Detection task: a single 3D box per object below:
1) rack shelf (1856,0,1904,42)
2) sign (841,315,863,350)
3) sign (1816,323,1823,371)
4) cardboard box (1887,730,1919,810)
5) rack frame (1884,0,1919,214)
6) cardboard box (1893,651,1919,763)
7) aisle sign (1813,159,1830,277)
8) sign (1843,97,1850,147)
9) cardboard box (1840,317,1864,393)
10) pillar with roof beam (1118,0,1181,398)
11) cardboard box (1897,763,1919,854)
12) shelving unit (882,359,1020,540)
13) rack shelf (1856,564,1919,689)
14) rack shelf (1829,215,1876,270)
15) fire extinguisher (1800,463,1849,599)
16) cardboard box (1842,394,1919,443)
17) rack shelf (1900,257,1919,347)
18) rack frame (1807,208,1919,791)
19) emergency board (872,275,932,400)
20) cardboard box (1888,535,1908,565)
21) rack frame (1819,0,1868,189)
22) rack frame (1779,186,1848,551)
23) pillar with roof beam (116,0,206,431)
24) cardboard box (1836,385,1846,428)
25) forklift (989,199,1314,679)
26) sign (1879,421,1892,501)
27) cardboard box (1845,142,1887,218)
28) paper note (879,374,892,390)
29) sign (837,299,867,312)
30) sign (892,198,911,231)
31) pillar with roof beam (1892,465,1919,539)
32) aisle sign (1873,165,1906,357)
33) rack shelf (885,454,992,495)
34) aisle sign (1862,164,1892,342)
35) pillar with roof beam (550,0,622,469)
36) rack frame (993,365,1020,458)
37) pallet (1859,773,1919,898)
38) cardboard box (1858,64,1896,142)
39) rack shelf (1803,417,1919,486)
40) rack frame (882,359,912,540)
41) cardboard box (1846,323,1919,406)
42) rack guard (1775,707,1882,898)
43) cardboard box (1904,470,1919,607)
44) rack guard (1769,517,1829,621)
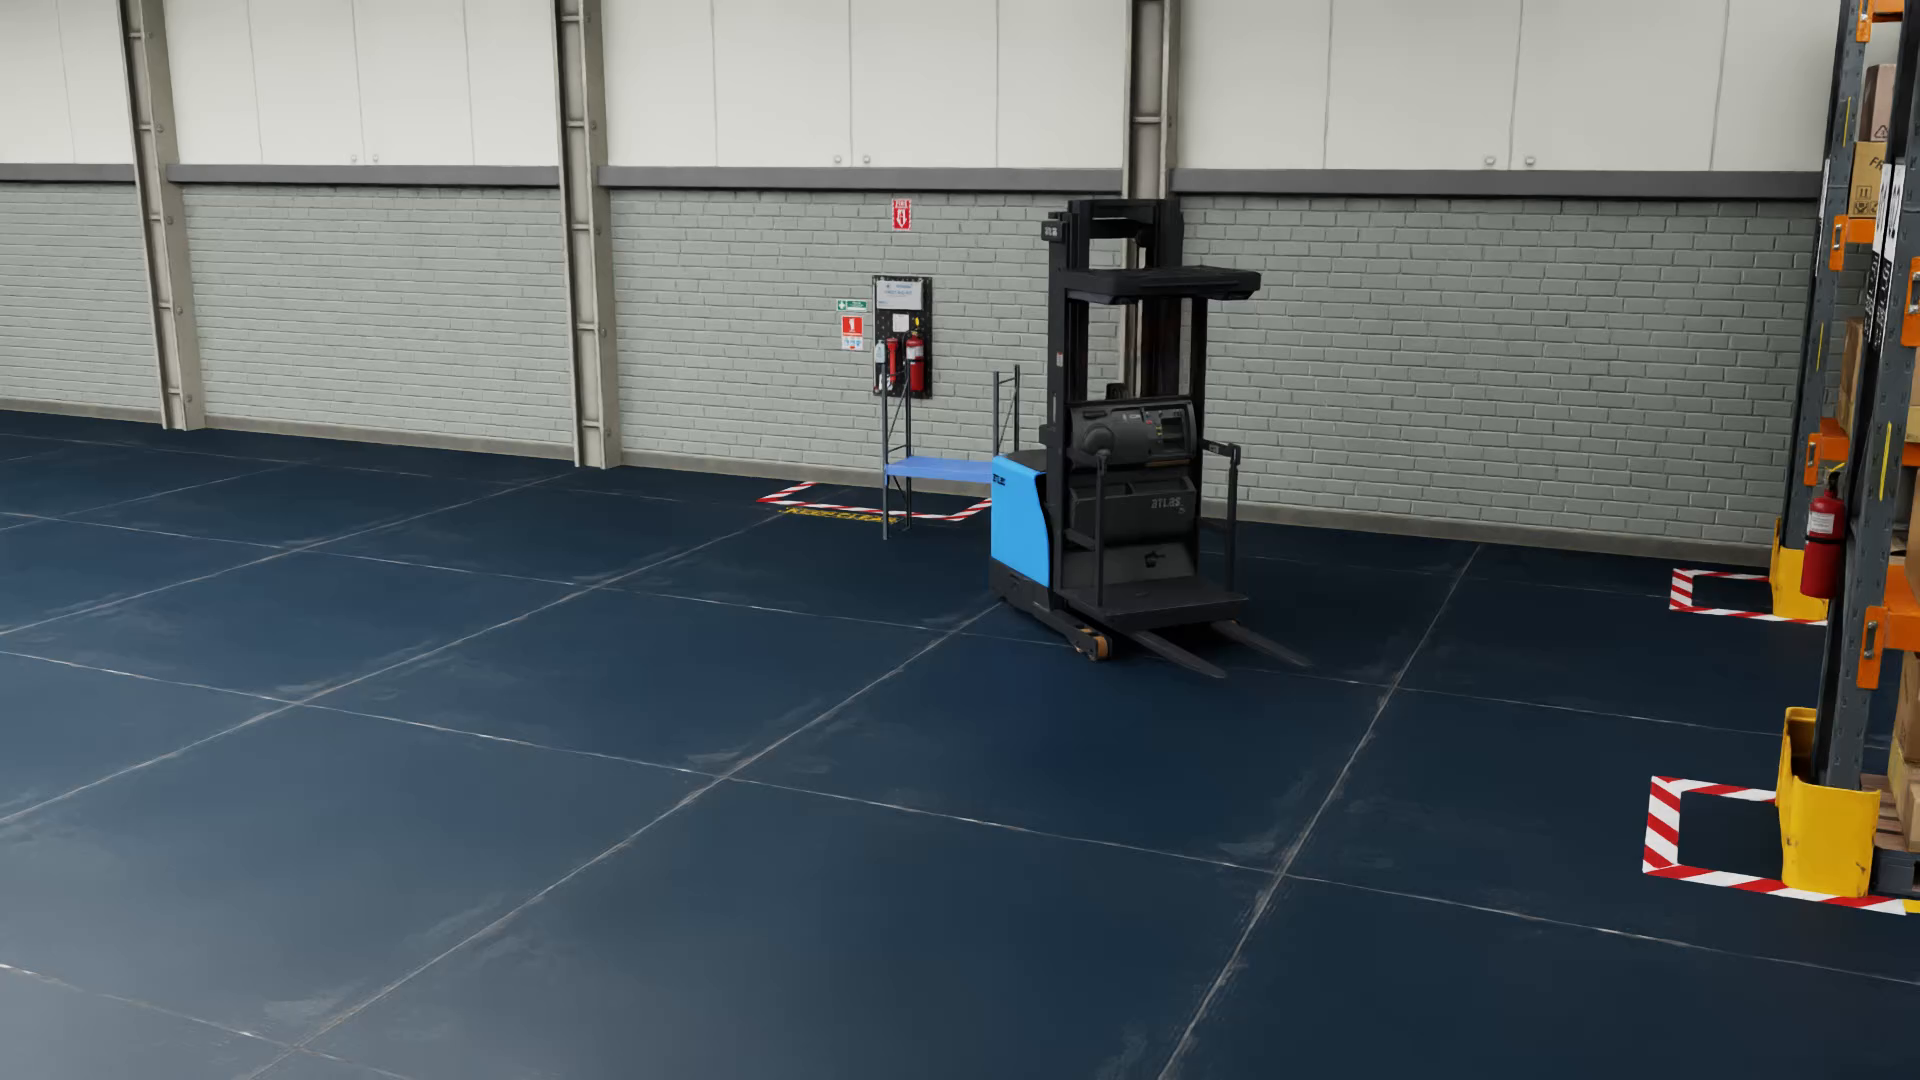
[{"bbox_3d":[7.981,-3.408,10.664,4.000,0.370,1.077,6,14,23],"label":"rack shelf"},{"bbox_3d":[-1.051,-2.022,16.229,0.234,0.329,0.001,6,14,23],"label":"sign"},{"bbox_3d":[5.933,-1.333,11.473,0.005,0.325,0.100,6,14,23],"label":"sign"},{"bbox_3d":[4.759,1.132,7.962,0.500,0.250,0.500,6,14,23],"label":"cardboard box"},{"bbox_3d":[4.149,-2.910,6.959,0.127,3.000,1.000,6,14,23],"label":"rack frame"},{"bbox_3d":[4.760,0.767,7.878,0.500,0.500,0.500,6,14,23],"label":"cardboard box"},{"bbox_3d":[5.965,-2.234,11.520,0.004,0.787,0.394,6,14,23],"label":"aisle sign"},{"bbox_3d":[5.933,-2.797,11.130,0.005,0.325,0.100,6,14,23],"label":"sign"},{"bbox_3d":[6.670,-1.327,11.988,0.500,0.500,0.500,6,14,23],"label":"cardboard box"},{"bbox_3d":[-0.087,-3.717,10.398,0.400,9.000,9.100,6,14,23],"label":"pillar with roof beam"},{"bbox_3d":[4.550,1.241,7.501,0.500,0.250,0.500,6,14,23],"label":"cardboard box"},{"bbox_3d":[-0.078,-0.738,14.117,1.048,1.500,0.538,6,14,23],"label":"shelving unit"},{"bbox_3d":[5.978,0.546,6.938,4.000,0.370,1.077,6,14,23],"label":"rack shelf"},{"bbox_3d":[7.981,-1.950,11.006,4.000,0.370,1.077,6,14,23],"label":"rack shelf"},{"bbox_3d":[4.229,-0.060,8.113,0.183,0.674,0.296,6,14,23],"label":"fire extinguisher"},{"bbox_3d":[6.470,-0.850,11.595,0.500,0.250,0.500,5,14,22],"label":"cardboard box"},{"bbox_3d":[5.978,-0.915,6.595,4.000,0.370,1.077,6,14,23],"label":"rack shelf"},{"bbox_3d":[4.149,0.010,7.644,0.127,3.000,1.000,6,14,23],"label":"rack frame"},{"bbox_3d":[-0.587,-1.932,15.924,0.643,1.169,0.194,6,14,23],"label":"emergency board"},{"bbox_3d":[6.749,0.153,11.959,0.500,0.311,0.500,4,14,17],"label":"cardboard box"},{"bbox_3d":[6.152,-3.945,11.370,0.127,3.000,1.000,6,14,23],"label":"rack frame"},{"bbox_3d":[6.152,-1.025,12.055,0.127,3.000,1.000,6,14,23],"label":"rack frame"},{"bbox_3d":[-11.058,-4.828,15.130,0.400,9.000,9.100,6,14,23],"label":"pillar with roof beam"},{"bbox_3d":[6.658,-0.959,12.058,0.500,0.250,0.500,6,14,24],"label":"cardboard box"},{"bbox_3d":[1.253,-0.744,11.011,1.130,2.935,3.031,-5,14,-22],"label":"forklift"},{"bbox_3d":[3.919,-0.334,7.045,0.005,0.325,0.100,6,14,23],"label":"sign"},{"bbox_3d":[6.357,-2.460,11.345,0.500,0.500,0.500,6,15,25],"label":"cardboard box"},{"bbox_3d":[-0.721,-1.534,16.156,0.142,0.148,0.016,6,14,23],"label":"paper note"},{"bbox_3d":[-1.050,-2.278,16.159,0.331,0.109,0.001,6,14,23],"label":"sign"},{"bbox_3d":[-0.554,-3.082,15.751,0.199,0.298,0.001,6,14,23],"label":"sign"},{"bbox_3d":[5.399,-3.162,8.032,0.400,9.000,9.100,6,14,23],"label":"pillar with roof beam"},{"bbox_3d":[3.965,-1.197,7.101,0.004,0.787,0.394,6,14,23],"label":"aisle sign"},{"bbox_3d":[-0.078,-0.563,14.158,1.000,0.185,0.538,6,14,23],"label":"rack shelf"},{"bbox_3d":[4.208,-1.323,7.635,0.004,0.787,0.394,6,14,23],"label":"aisle sign"},{"bbox_3d":[-5.572,-4.272,12.764,0.400,9.000,9.100,6,14,23],"label":"pillar with roof beam"},{"bbox_3d":[0.387,-0.691,13.917,0.032,1.500,0.500,6,14,23],"label":"rack frame"},{"bbox_3d":[4.866,1.430,7.699,1.213,0.211,1.003,6,14,23],"label":"pallet"},{"bbox_3d":[6.406,-2.944,11.217,0.500,0.500,0.500,5,14,19],"label":"cardboard box"},{"bbox_3d":[7.981,-0.489,11.349,4.000,0.370,1.077,6,14,23],"label":"rack shelf"},{"bbox_3d":[-0.543,-0.785,14.318,0.032,1.500,0.500,6,14,23],"label":"rack frame"},{"bbox_3d":[6.467,-1.219,11.529,0.500,0.500,0.500,6,14,23],"label":"cardboard box"},{"bbox_3d":[4.127,1.225,7.939,0.348,0.500,1.175,6,14,23],"label":"rack guard"},{"bbox_3d":[4.571,0.008,7.438,0.500,0.500,0.700,6,14,23],"label":"cardboard box"},{"bbox_3d":[6.222,0.199,12.311,0.348,0.500,1.175,6,14,23],"label":"rack guard"}]
